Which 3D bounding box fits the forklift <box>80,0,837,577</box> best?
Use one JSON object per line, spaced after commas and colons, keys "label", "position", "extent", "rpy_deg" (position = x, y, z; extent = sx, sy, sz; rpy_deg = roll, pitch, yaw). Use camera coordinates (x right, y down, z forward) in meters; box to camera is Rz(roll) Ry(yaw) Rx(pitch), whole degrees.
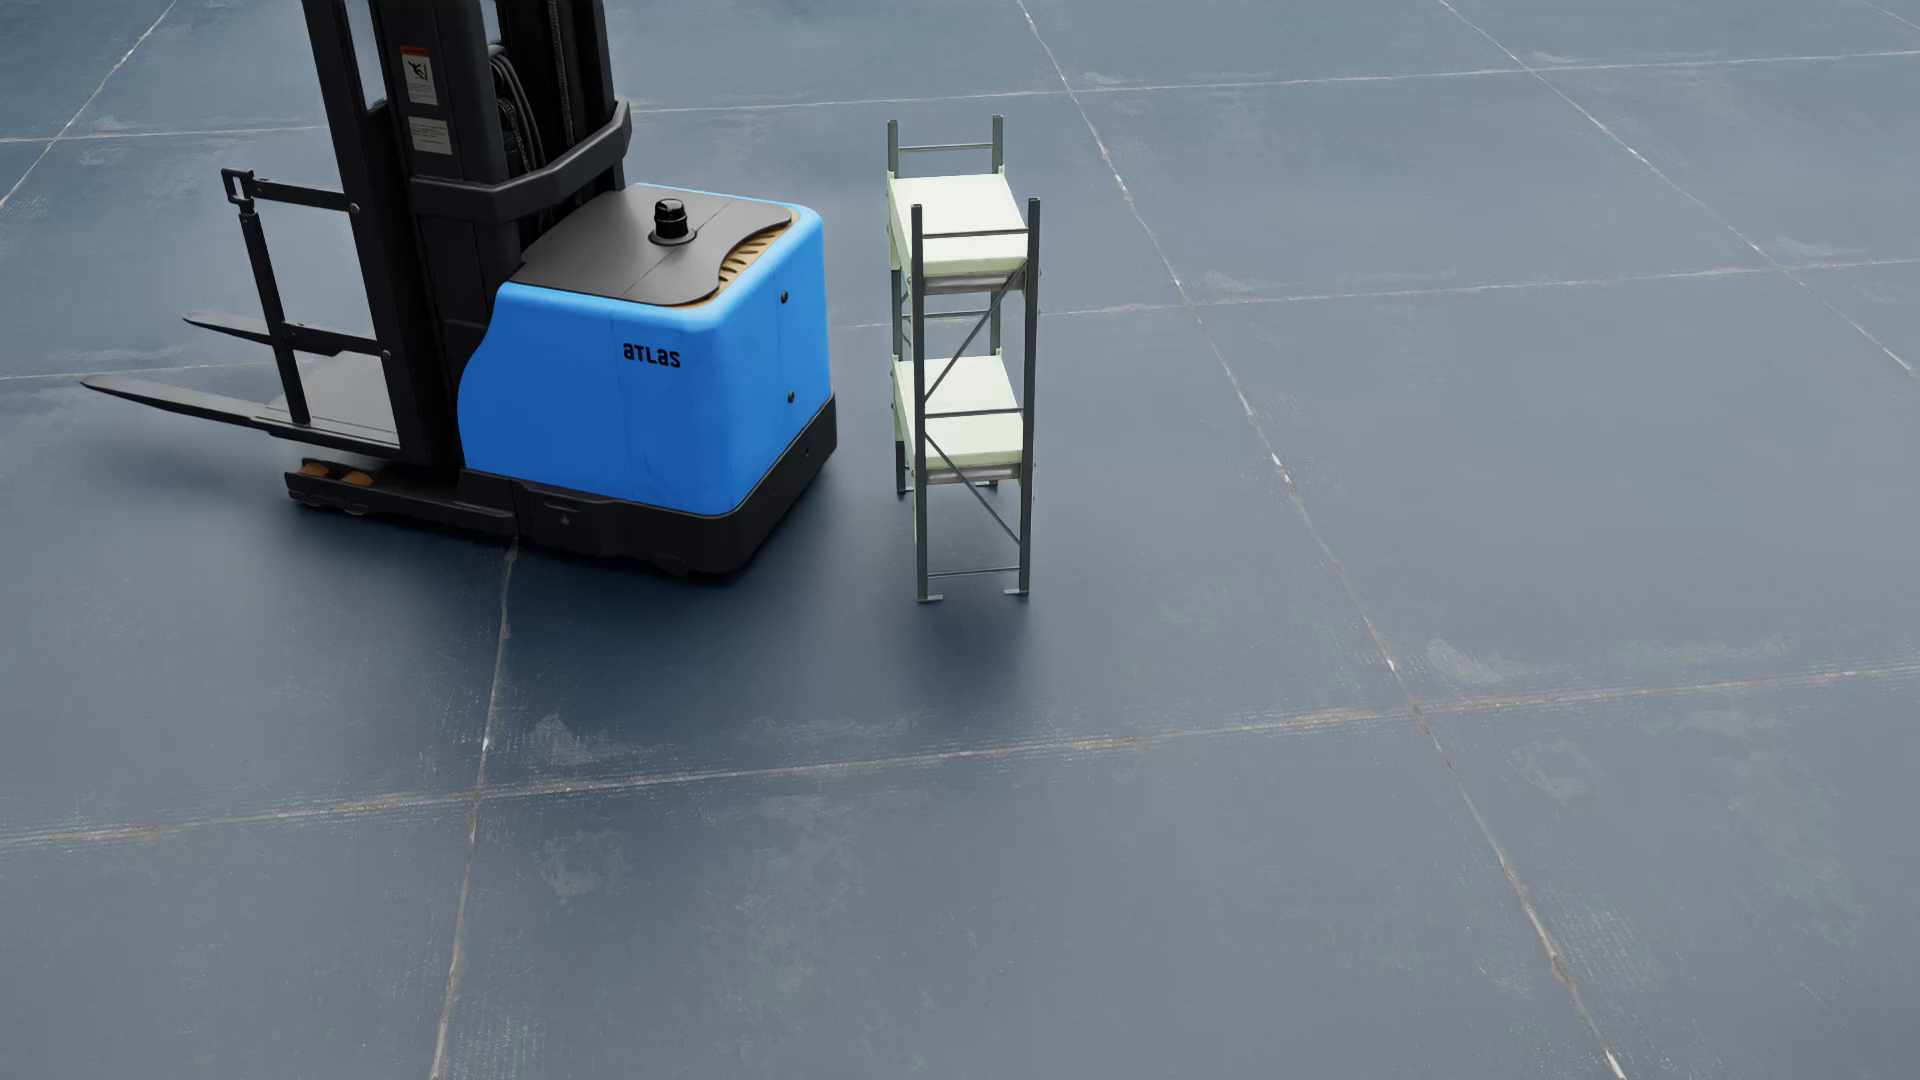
{"label": "forklift", "position": [-2.067, -1.573, 5.955], "extent": [3.031, 2.935, 1.130], "rpy_deg": [11, 36, 16]}

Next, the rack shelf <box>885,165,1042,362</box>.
{"label": "rack shelf", "position": [-0.001, -0.946, 5.613], "extent": [0.431, 0.370, 0.720], "rpy_deg": [-4, 35, -6]}

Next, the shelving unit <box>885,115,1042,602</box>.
{"label": "shelving unit", "position": [-0.001, -0.623, 5.833], "extent": [0.431, 1.500, 0.755], "rpy_deg": [-4, 35, -6]}

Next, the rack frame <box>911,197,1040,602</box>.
{"label": "rack frame", "position": [0.048, -0.419, 5.533], "extent": [0.400, 1.500, 0.023], "rpy_deg": [-4, 35, -6]}

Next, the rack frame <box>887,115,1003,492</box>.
{"label": "rack frame", "position": [-0.050, -0.828, 6.133], "extent": [0.400, 1.500, 0.023], "rpy_deg": [-4, 35, -6]}

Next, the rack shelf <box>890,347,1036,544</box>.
{"label": "rack shelf", "position": [-0.001, -0.354, 6.017], "extent": [0.431, 0.370, 0.720], "rpy_deg": [-4, 35, -6]}
